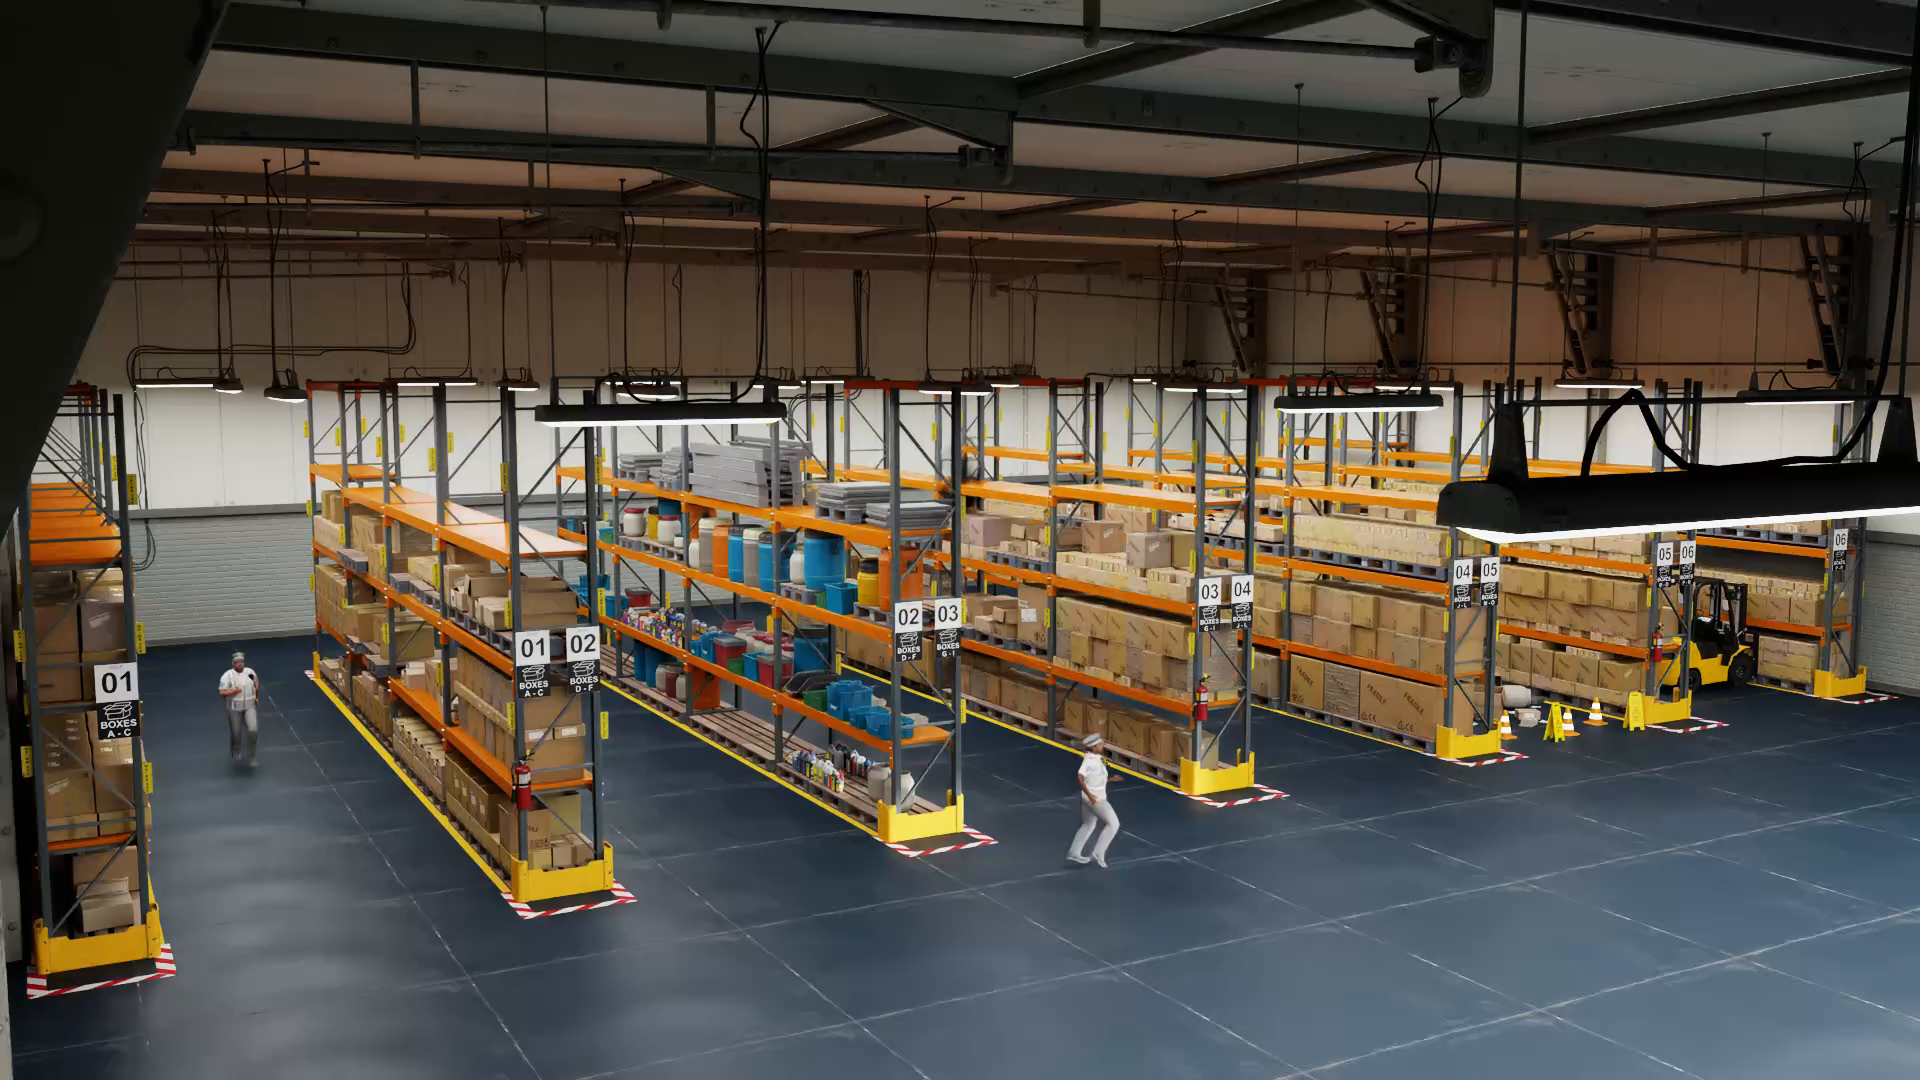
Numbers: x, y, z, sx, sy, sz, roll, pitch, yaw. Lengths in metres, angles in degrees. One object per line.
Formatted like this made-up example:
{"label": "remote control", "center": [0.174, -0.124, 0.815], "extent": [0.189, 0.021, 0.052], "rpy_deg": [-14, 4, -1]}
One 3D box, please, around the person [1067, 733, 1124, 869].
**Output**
{"label": "person", "center": [1.706, 3.277, 20.903], "extent": [0.709, 1.727, 0.541], "rpy_deg": [-1, 6, -6]}

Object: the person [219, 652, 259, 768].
{"label": "person", "center": [-11.317, 2.672, 26.191], "extent": [0.640, 1.845, 0.755], "rpy_deg": [-4, 7, -35]}
